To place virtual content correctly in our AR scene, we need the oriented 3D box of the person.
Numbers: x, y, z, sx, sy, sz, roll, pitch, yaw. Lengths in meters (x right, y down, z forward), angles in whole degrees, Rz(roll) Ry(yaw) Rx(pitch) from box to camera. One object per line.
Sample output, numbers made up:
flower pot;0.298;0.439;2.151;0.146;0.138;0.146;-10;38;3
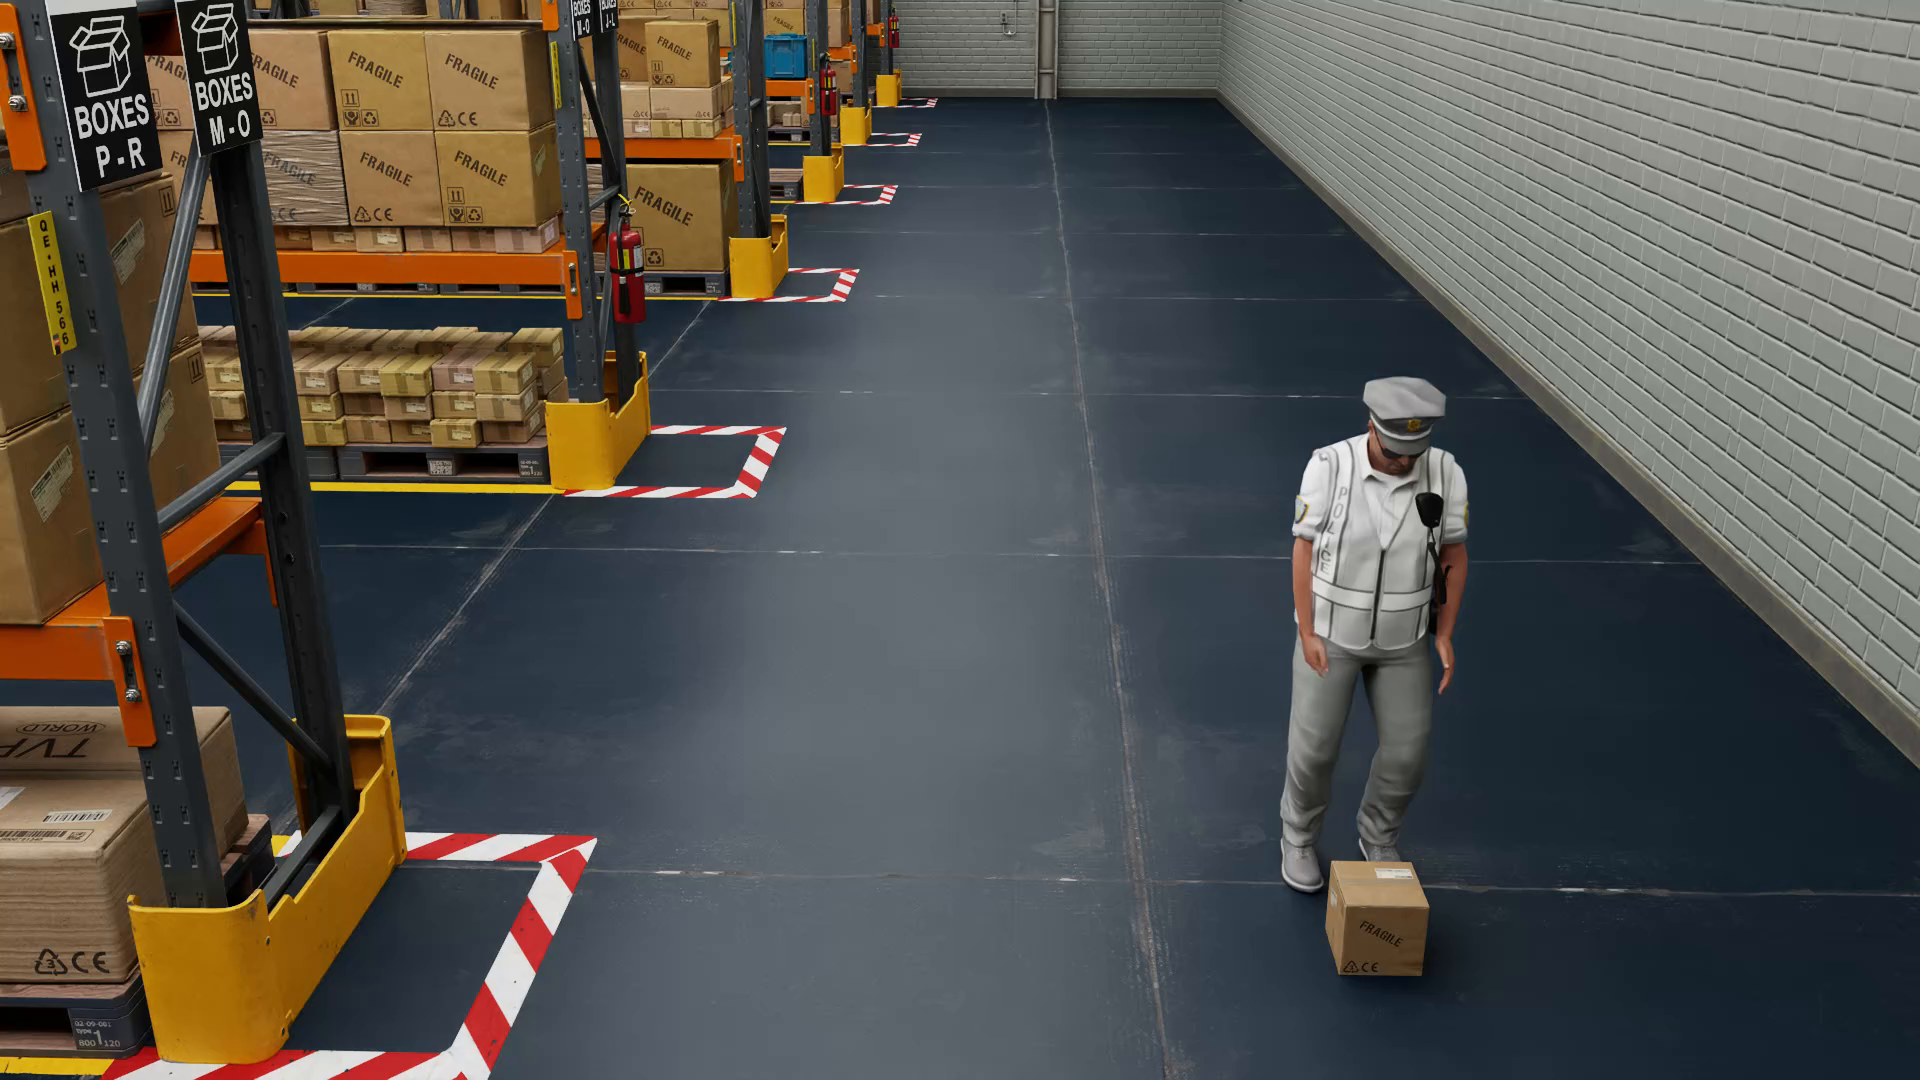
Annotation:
person;1.320;0.308;5.320;0.550;1.716;0.457;1;21;3
